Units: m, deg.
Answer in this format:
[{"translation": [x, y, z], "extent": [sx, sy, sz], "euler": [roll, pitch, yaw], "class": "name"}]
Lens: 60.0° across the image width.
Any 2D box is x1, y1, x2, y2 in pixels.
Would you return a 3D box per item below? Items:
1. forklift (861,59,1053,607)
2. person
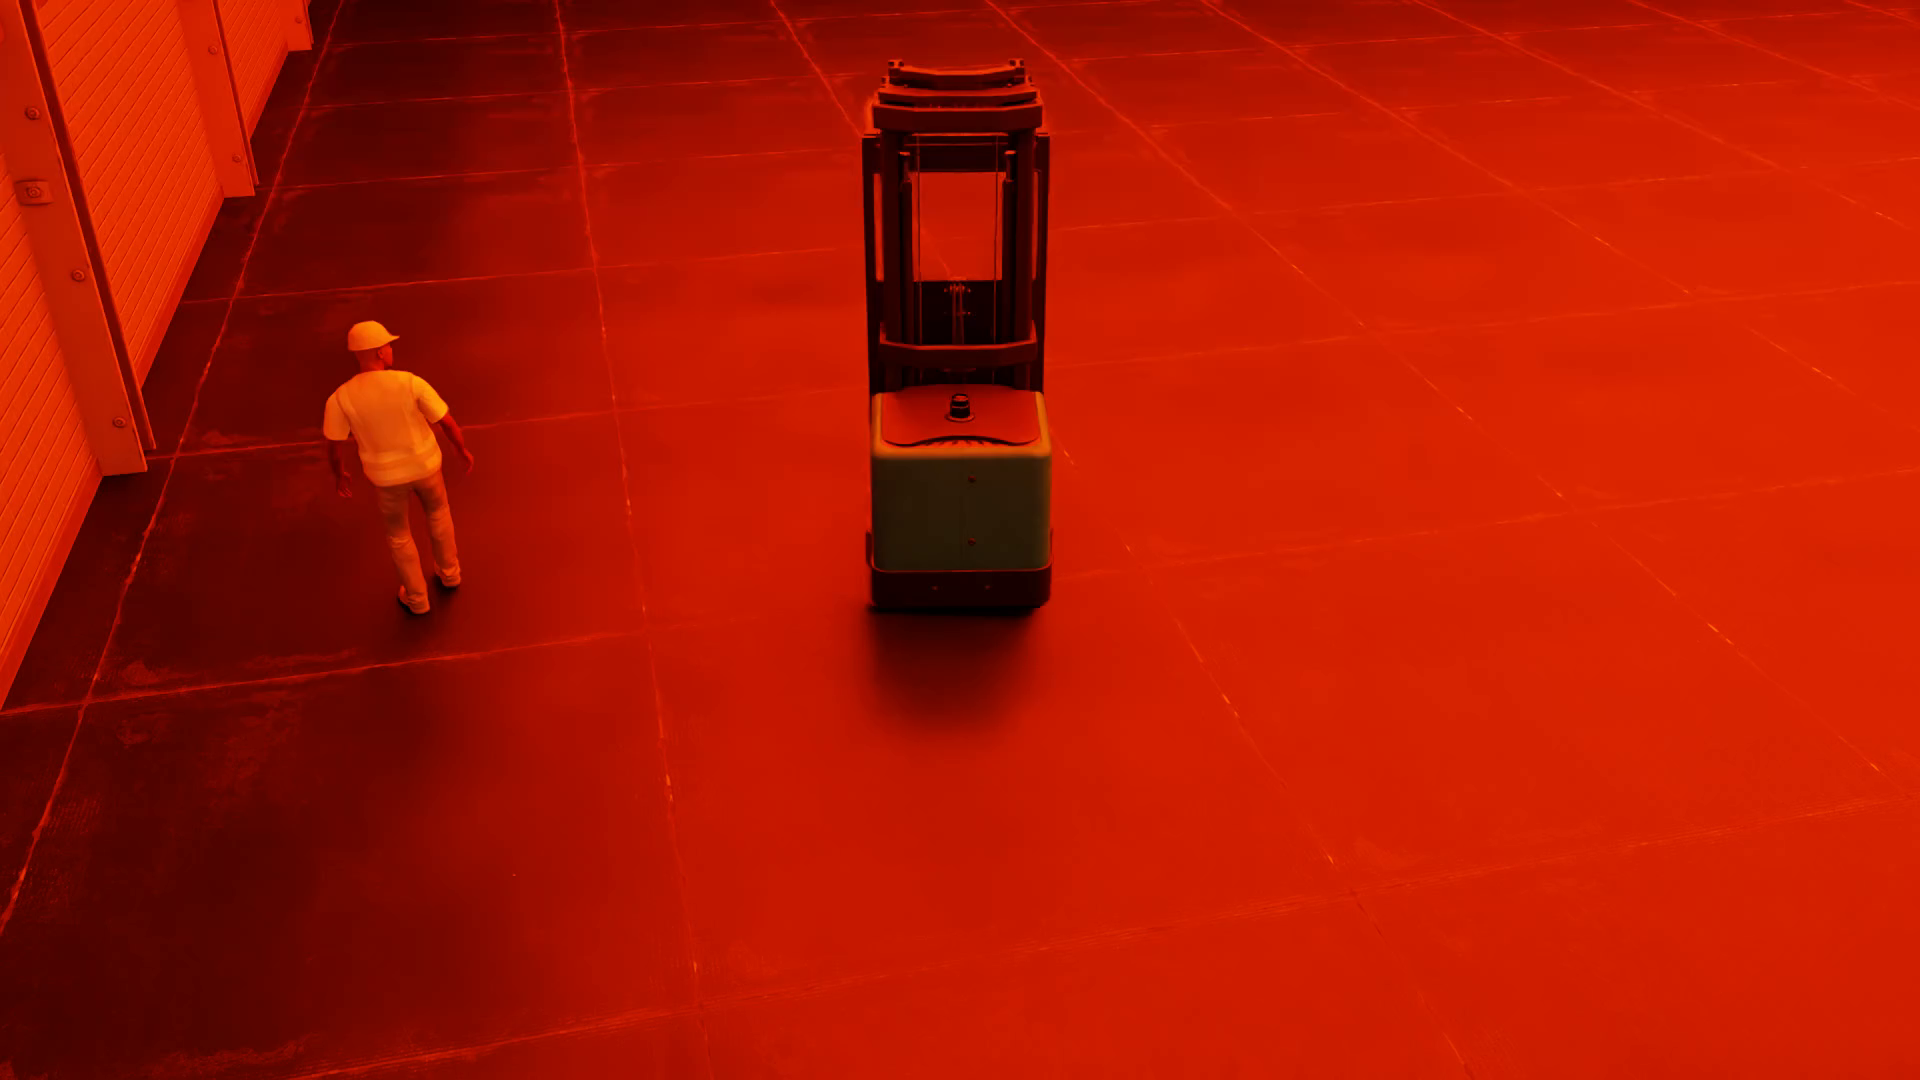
[{"translation": [-0.031, -1.578, 10.300], "extent": [1.130, 2.935, 3.031], "euler": [-1, 30, -1], "class": "forklift"}, {"translation": [-3.191, -0.437, 9.506], "extent": [0.780, 1.755, 0.506], "euler": [-11, 32, -19], "class": "person"}]
